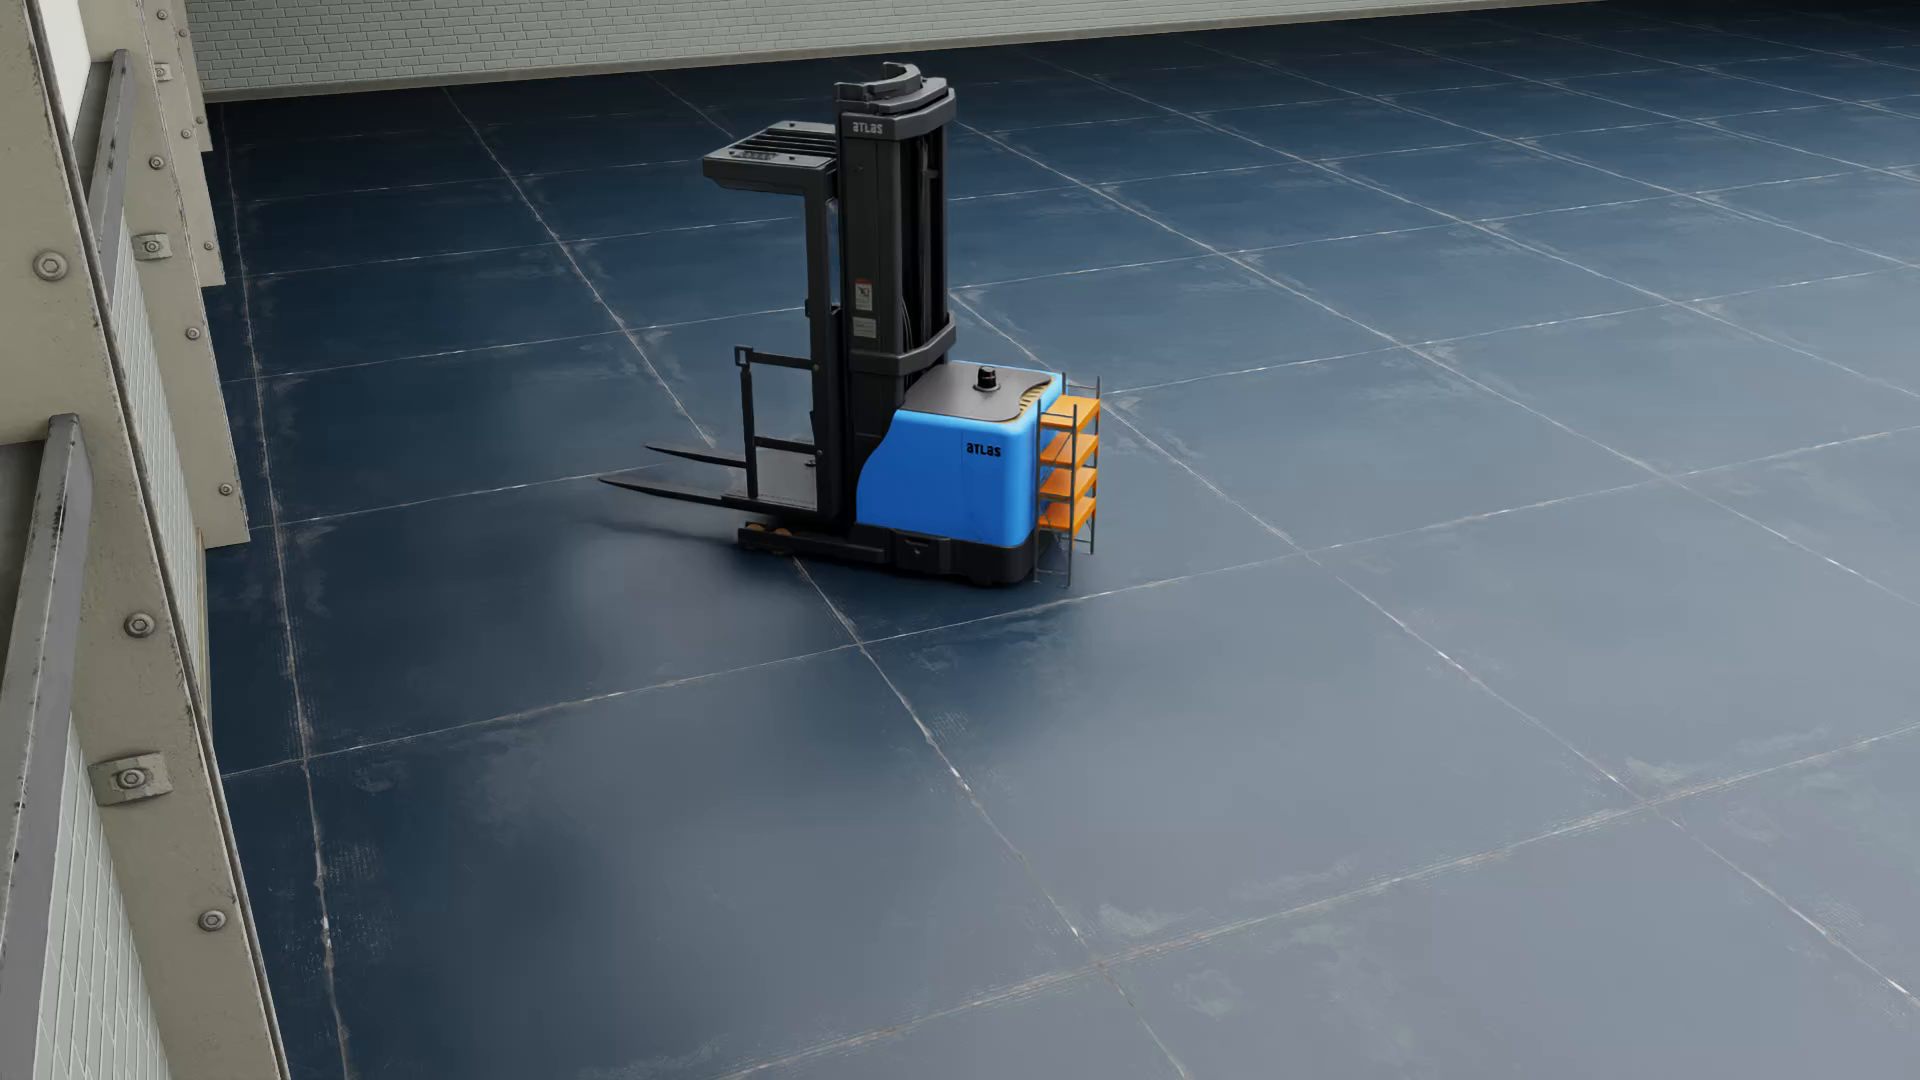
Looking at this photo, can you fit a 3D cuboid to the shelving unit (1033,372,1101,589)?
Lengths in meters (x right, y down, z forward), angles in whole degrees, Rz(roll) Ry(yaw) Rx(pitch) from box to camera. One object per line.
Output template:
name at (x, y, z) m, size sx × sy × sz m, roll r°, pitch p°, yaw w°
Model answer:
shelving unit at (0.651, -0.364, 10.127) m, size 0.258 × 1.200 × 0.503 m, roll 9°, pitch 28°, yaw 18°

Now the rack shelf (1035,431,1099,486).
rack shelf at (0.651, -0.504, 10.059) m, size 0.258 × 0.148 × 0.480 m, roll 9°, pitch 28°, yaw 18°

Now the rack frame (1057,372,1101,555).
rack frame at (0.737, -0.464, 10.333) m, size 0.240 × 1.200 × 0.015 m, roll 9°, pitch 28°, yaw 18°

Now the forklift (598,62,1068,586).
forklift at (-0.882, -1.426, 10.330) m, size 3.031 × 2.935 × 1.130 m, roll 9°, pitch 28°, yaw 18°

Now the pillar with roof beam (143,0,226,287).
pillar with roof beam at (-3.188, -7.250, 15.343) m, size 9.100 × 9.000 × 0.400 m, roll -11°, pitch 28°, yaw -21°

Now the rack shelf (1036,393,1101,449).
rack shelf at (0.651, -0.717, 9.955) m, size 0.258 × 0.148 × 0.480 m, roll 9°, pitch 28°, yaw 18°

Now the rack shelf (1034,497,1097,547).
rack shelf at (0.651, -0.125, 10.244) m, size 0.258 × 0.148 × 0.480 m, roll 9°, pitch 28°, yaw 18°

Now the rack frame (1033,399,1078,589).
rack frame at (0.565, -0.263, 9.922) m, size 0.240 × 1.200 × 0.015 m, roll 9°, pitch 28°, yaw 18°

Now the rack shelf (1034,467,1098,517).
rack shelf at (0.651, -0.303, 10.157) m, size 0.258 × 0.148 × 0.480 m, roll 9°, pitch 28°, yaw 18°

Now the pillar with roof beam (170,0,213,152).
pillar with roof beam at (-5.538, -9.672, 20.304) m, size 9.100 × 9.000 × 0.400 m, roll -11°, pitch 28°, yaw -21°

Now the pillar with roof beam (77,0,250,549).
pillar with roof beam at (-0.839, -4.828, 10.382) m, size 9.100 × 9.000 × 0.400 m, roll -11°, pitch 28°, yaw -21°
